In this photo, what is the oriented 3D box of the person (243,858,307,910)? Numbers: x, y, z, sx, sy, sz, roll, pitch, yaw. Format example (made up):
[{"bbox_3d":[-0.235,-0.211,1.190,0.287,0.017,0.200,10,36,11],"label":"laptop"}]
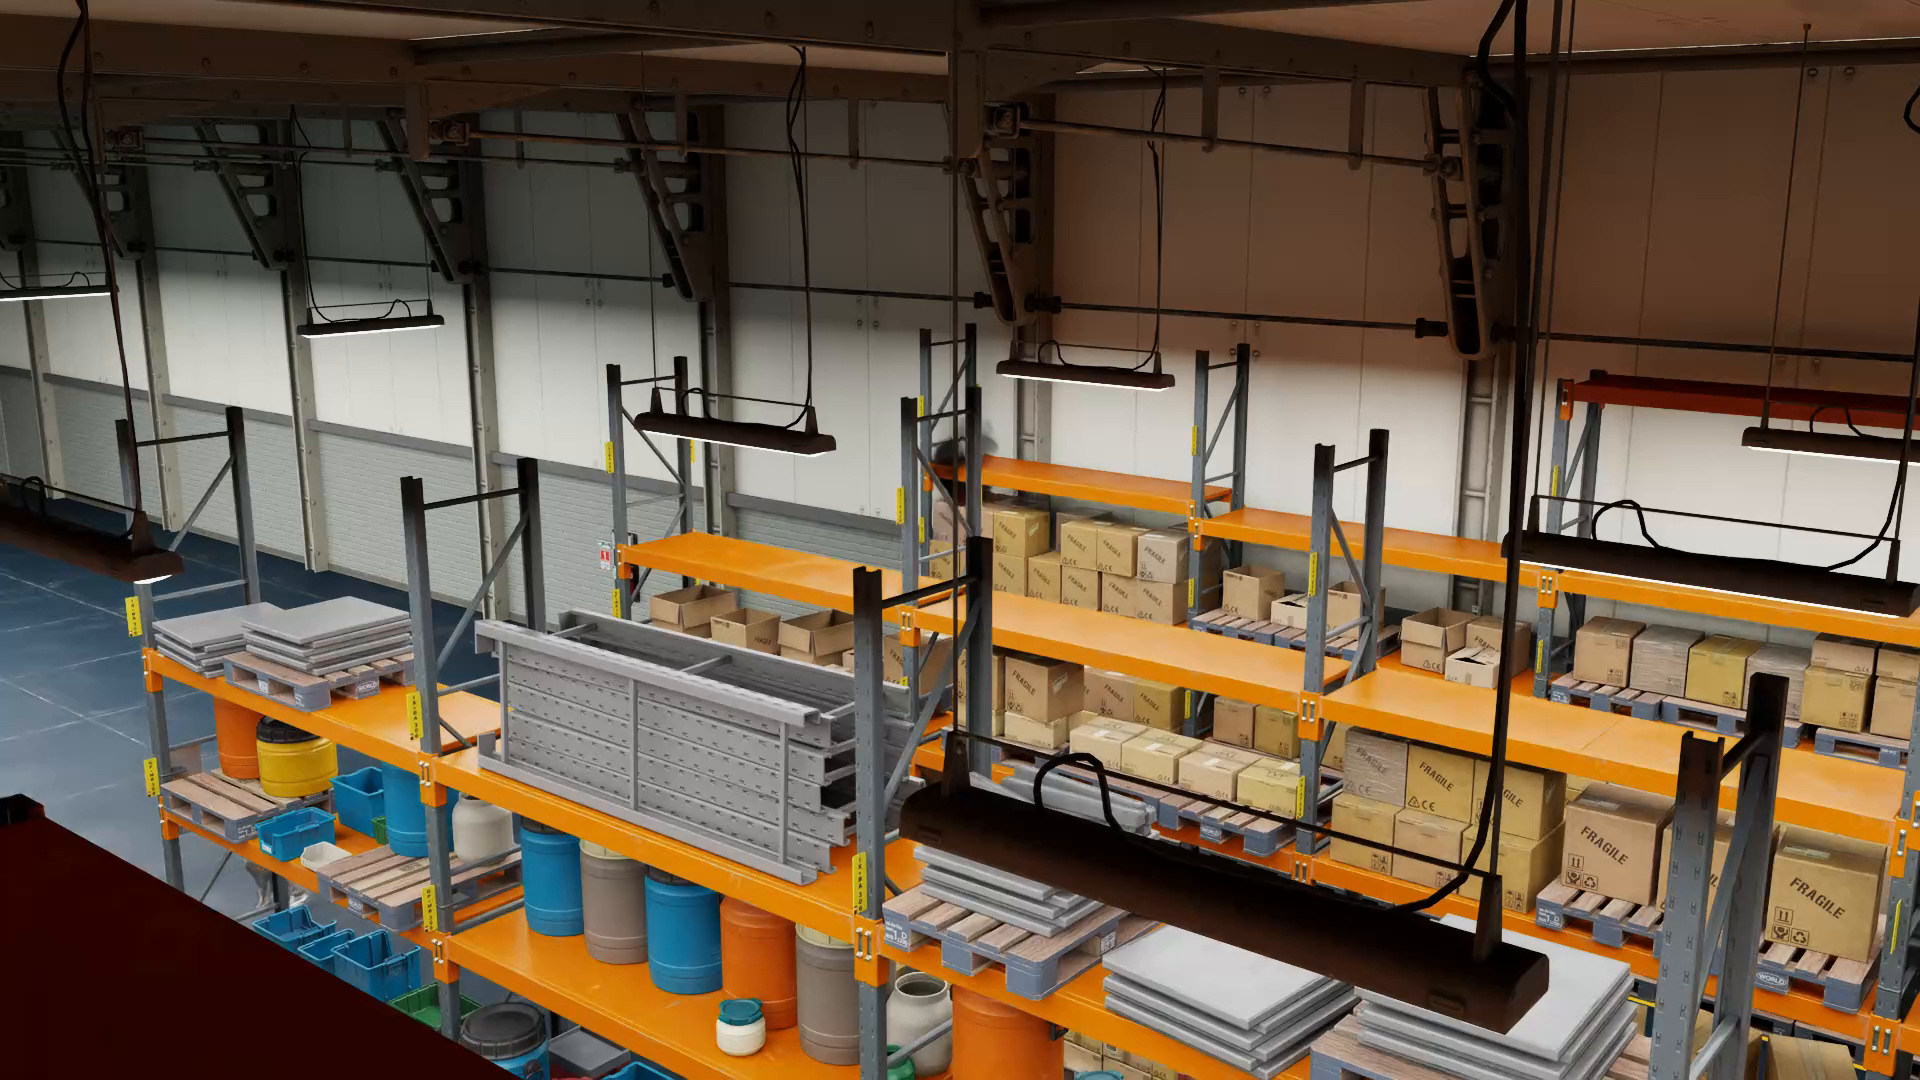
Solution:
[{"bbox_3d":[-7.531,3.281,18.097,0.693,1.623,0.509,-6,14,-25],"label":"person"}]
